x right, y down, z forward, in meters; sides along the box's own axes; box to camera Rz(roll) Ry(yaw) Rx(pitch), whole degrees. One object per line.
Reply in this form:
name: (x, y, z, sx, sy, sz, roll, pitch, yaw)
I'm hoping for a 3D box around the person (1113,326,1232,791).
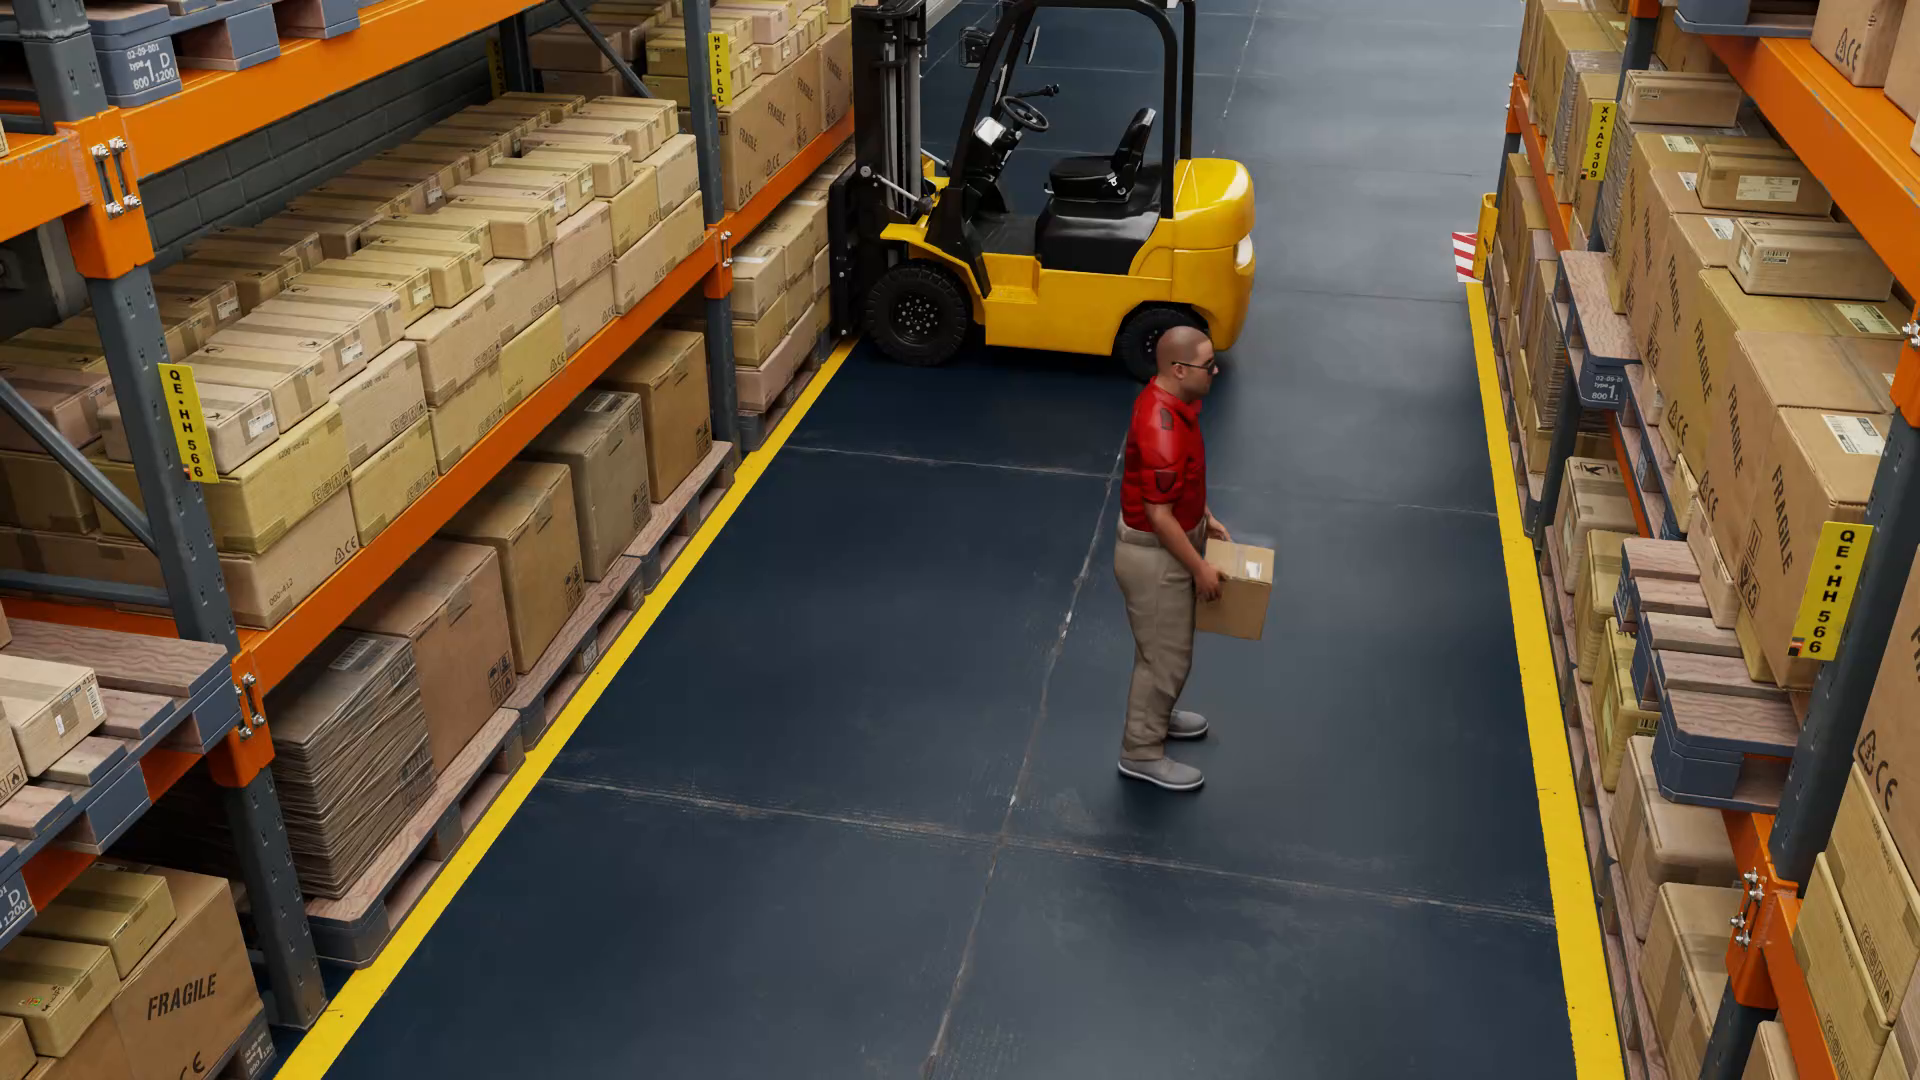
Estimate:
person: (0.775, 0.047, 6.045, 0.418, 1.733, 0.542, 5, 29, 10)
